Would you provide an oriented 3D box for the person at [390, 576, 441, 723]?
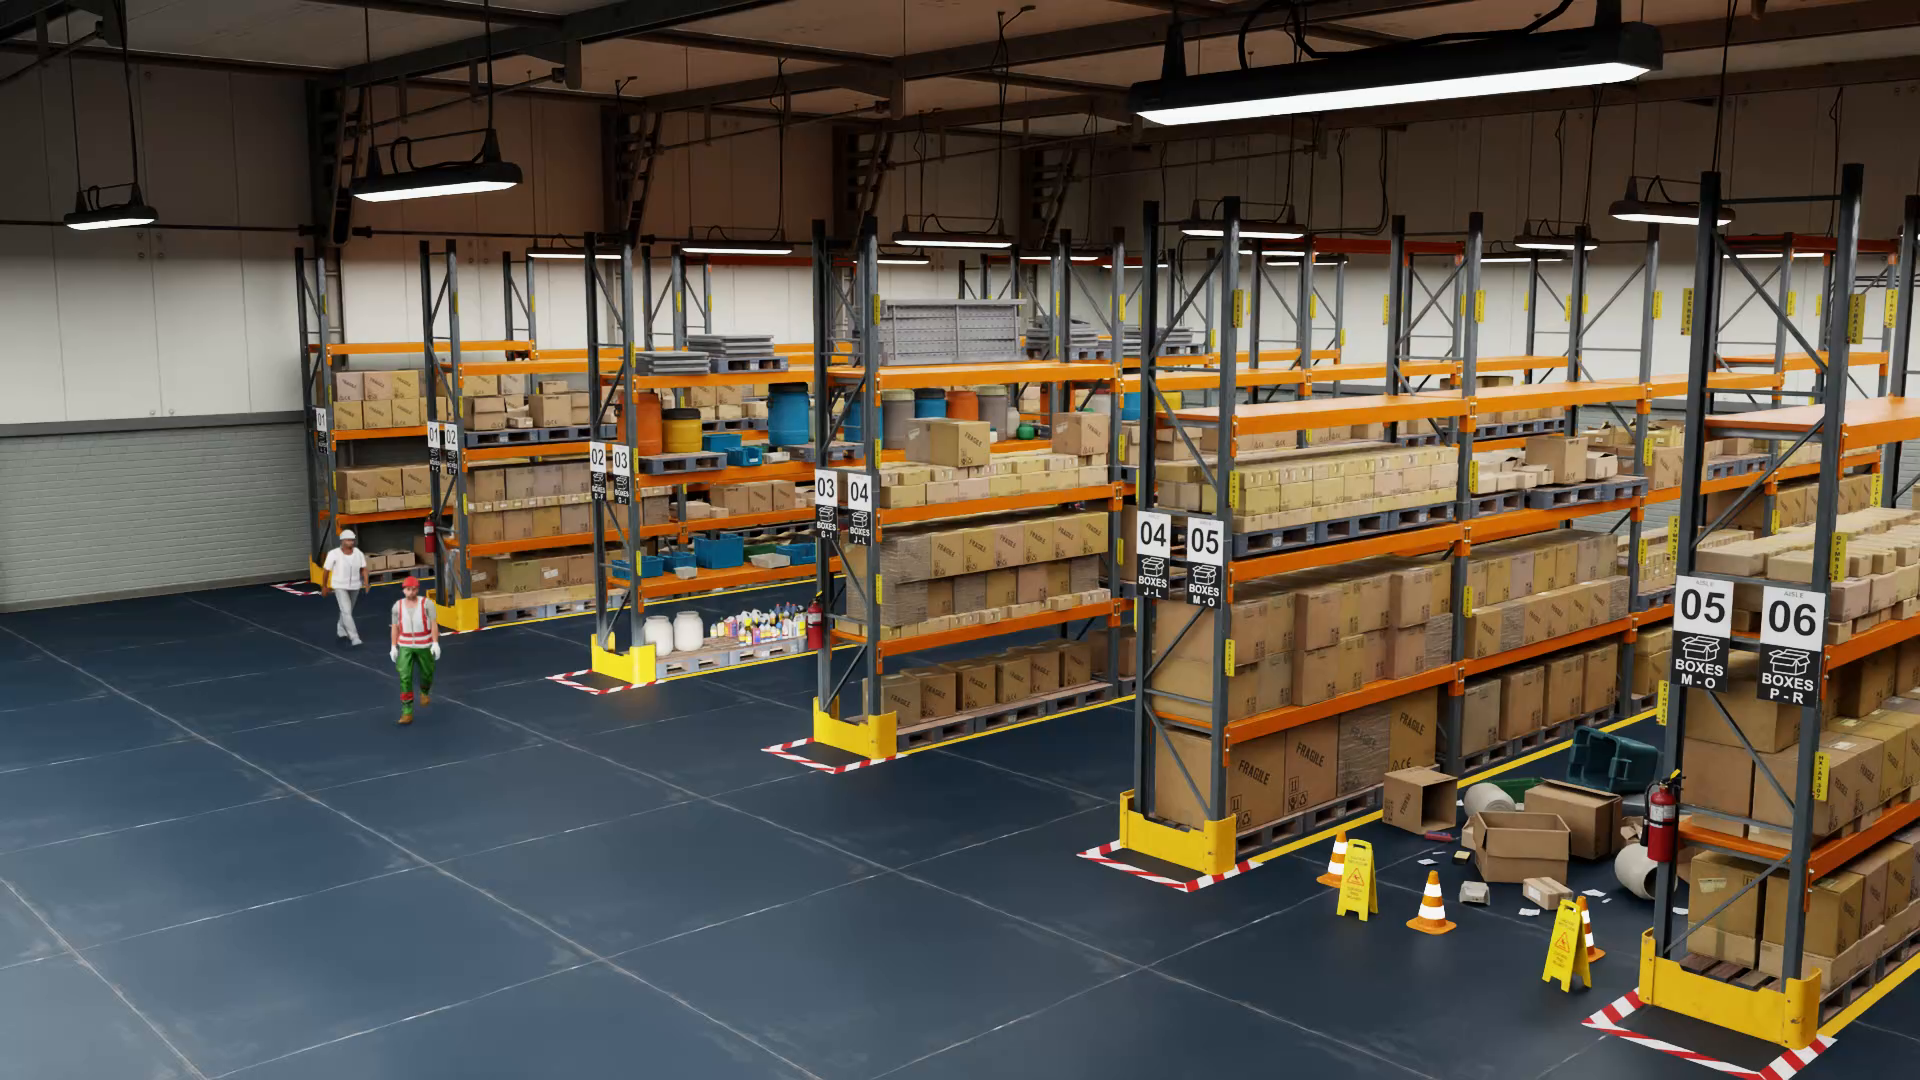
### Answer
[{"bbox_3d":[-6.688,1.307,20.419,0.612,1.764,0.910,-2,9,-10],"label":"person"}]

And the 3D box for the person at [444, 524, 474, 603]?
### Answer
[{"bbox_3d":[-8.450,0.253,27.873,0.540,1.729,0.722,6,10,34],"label":"person"}]

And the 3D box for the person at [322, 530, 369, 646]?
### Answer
[{"bbox_3d":[-9.120,0.691,24.726,0.628,1.695,1.121,-7,11,-38],"label":"person"}]
